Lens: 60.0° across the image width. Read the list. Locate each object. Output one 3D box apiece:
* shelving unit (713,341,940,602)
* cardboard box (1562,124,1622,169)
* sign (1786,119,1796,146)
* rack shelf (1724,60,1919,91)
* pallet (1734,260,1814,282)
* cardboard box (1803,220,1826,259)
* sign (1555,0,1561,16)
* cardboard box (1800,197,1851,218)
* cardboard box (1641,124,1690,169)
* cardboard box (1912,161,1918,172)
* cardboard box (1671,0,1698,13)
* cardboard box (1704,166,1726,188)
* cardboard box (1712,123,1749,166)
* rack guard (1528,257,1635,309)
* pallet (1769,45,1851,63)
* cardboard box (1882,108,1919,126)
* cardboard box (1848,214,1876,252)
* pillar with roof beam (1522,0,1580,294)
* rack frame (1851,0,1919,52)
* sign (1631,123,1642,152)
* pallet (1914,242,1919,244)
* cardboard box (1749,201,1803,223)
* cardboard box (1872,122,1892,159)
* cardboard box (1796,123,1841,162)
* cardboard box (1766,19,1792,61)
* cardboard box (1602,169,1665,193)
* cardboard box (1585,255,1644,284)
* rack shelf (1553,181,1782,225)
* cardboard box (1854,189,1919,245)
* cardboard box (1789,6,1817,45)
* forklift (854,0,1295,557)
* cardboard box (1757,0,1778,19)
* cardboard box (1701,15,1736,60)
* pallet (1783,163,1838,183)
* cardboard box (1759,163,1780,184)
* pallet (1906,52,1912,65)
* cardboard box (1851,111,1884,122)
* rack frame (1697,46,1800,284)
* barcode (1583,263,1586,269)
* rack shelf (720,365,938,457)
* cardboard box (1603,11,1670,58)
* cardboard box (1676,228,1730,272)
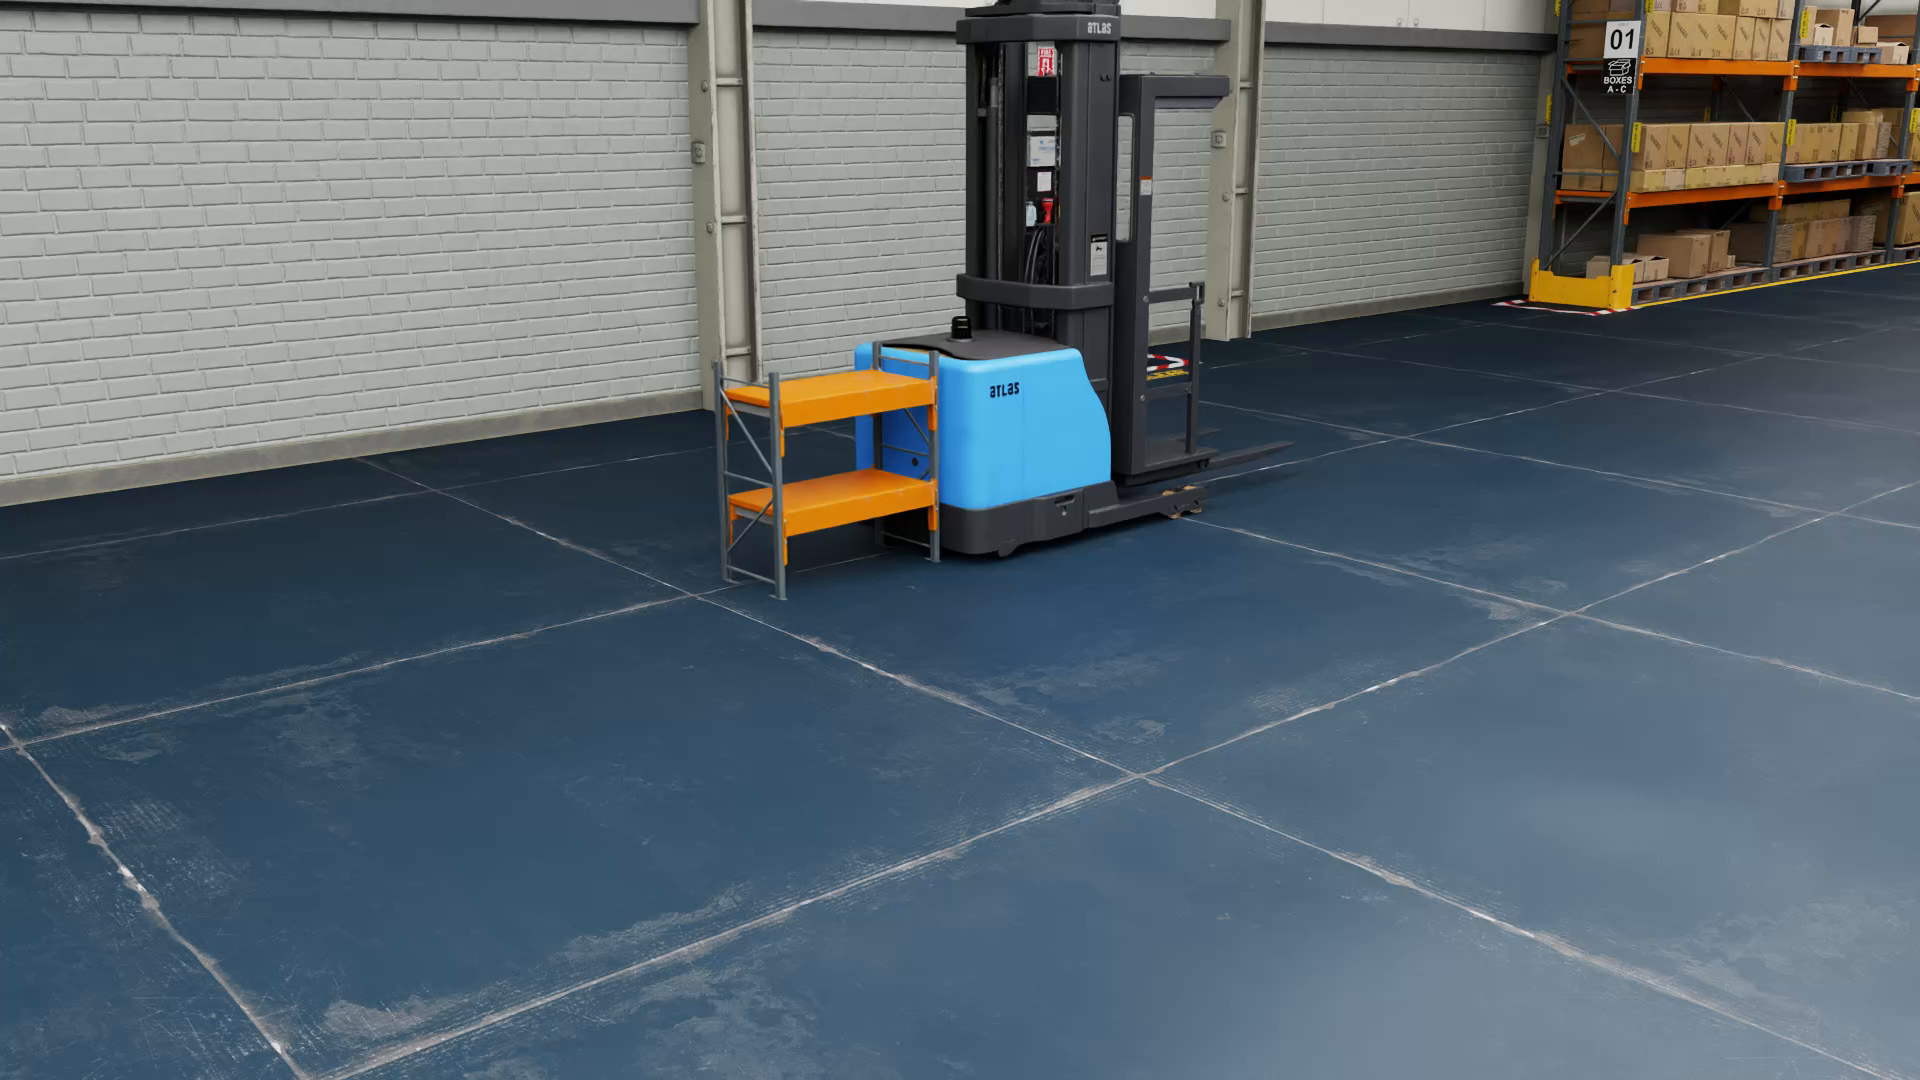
[{"bbox_3d":[-0.661,-0.382,8.500,1.048,1.125,0.538,-13,20,-41],"label":"shelving unit"},{"bbox_3d":[7.509,-4.665,19.701,0.500,0.500,0.500,-13,20,-40],"label":"cardboard box"},{"bbox_3d":[10.672,-5.236,21.362,0.005,0.325,0.100,-13,19,-39],"label":"sign"},{"bbox_3d":[11.819,-6.362,22.838,4.000,0.370,1.077,-13,19,-39],"label":"rack shelf"},{"bbox_3d":[10.897,-3.707,22.719,1.213,0.211,1.003,-13,19,-39],"label":"pallet"},{"bbox_3d":[11.623,-4.231,23.267,0.500,0.500,0.700,-12,19,-39],"label":"cardboard box"},{"bbox_3d":[6.943,-6.233,19.243,0.005,0.325,0.100,-13,19,-39],"label":"sign"},{"bbox_3d":[12.348,-4.750,23.760,0.500,0.250,0.500,-12,19,-38],"label":"cardboard box"},{"bbox_3d":[8.230,-4.648,19.637,0.500,0.500,0.500,-13,19,-39],"label":"cardboard box"},{"bbox_3d":[13.924,-5.540,24.624,0.250,0.149,0.380,-12,19,-39],"label":"cardboard box"},{"bbox_3d":[8.154,-6.328,19.144,0.500,0.500,0.500,-13,20,-40],"label":"cardboard box"},{"bbox_3d":[9.023,-4.464,20.400,0.500,0.250,0.500,-12,19,-39],"label":"cardboard box"},{"bbox_3d":[9.397,-4.912,20.627,0.500,0.500,0.500,-13,20,-41],"label":"cardboard box"},{"bbox_3d":[7.350,-3.050,19.698,0.348,0.500,1.175,-13,19,-39],"label":"rack guard"},{"bbox_3d":[10.846,-6.364,21.815,1.003,0.211,1.213,-13,19,-39],"label":"pallet"},{"bbox_3d":[13.861,-6.195,24.369,0.500,0.250,0.500,-12,19,-38],"label":"cardboard box"},{"bbox_3d":[12.819,-4.472,24.172,0.500,0.500,0.700,-12,19,-39],"label":"cardboard box"},{"bbox_3d":[10.079,-6.592,16.490,0.400,9.000,9.100,-13,19,-39],"label":"pillar with roof beam"},{"bbox_3d":[13.328,-8.498,23.627,0.127,3.000,1.000,-13,19,-39],"label":"rack frame"},{"bbox_3d":[7.649,-4.557,18.820,0.005,0.325,0.100,-13,19,-39],"label":"sign"},{"bbox_3d":[14.892,-4.577,25.976,1.213,0.211,1.003,-13,19,-39],"label":"pallet"},{"bbox_3d":[11.185,-4.492,22.794,0.500,0.250,0.500,-13,20,-41],"label":"cardboard box"},{"bbox_3d":[12.980,-5.779,24.026,0.700,0.500,0.500,13,20,40],"label":"cardboard box"},{"bbox_3d":[11.619,-5.473,22.882,0.500,0.500,0.700,-10,18,-32],"label":"cardboard box"},{"bbox_3d":[10.090,-6.295,20.960,0.500,0.500,0.500,-12,19,-38],"label":"cardboard box"},{"bbox_3d":[7.869,-4.202,19.422,0.500,0.250,0.500,-13,20,-41],"label":"cardboard box"},{"bbox_3d":[7.874,-3.258,19.991,0.500,0.311,0.500,13,20,41],"label":"cardboard box"},{"bbox_3d":[8.801,-4.236,20.689,4.000,0.370,1.077,-13,19,-39],"label":"rack shelf"},{"bbox_3d":[13.969,-4.863,24.995,0.750,0.750,0.750,-13,20,-40],"label":"cardboard box"},{"bbox_3d":[10.775,-6.699,21.698,0.500,0.500,0.500,-9,18,-32],"label":"cardboard box"},{"bbox_3d":[0.826,-1.625,9.653,3.031,2.935,1.130,-13,20,-41],"label":"forklift"},{"bbox_3d":[9.701,-6.679,20.460,0.500,0.500,0.500,-11,19,-36],"label":"cardboard box"},{"bbox_3d":[8.917,-6.027,19.957,0.500,0.500,0.500,-11,19,-36],"label":"cardboard box"},{"bbox_3d":[10.982,-4.930,22.268,1.213,0.211,1.003,-13,19,-39],"label":"pallet"},{"bbox_3d":[10.152,-4.720,21.360,0.500,0.250,0.500,-13,19,-39],"label":"cardboard box"},{"bbox_3d":[13.779,-7.077,24.485,1.003,0.211,1.213,-12,19,-37],"label":"pallet"},{"bbox_3d":[13.087,-6.110,24.007,0.380,0.149,0.250,13,20,40],"label":"cardboard box"},{"bbox_3d":[10.310,-4.922,21.864,0.127,3.000,1.000,-13,19,-39],"label":"rack frame"},{"bbox_3d":[7.625,-3.343,20.293,0.075,0.075,0.001,-13,19,-39],"label":"barcode"},{"bbox_3d":[-0.661,-0.665,8.424,1.000,0.278,0.538,-13,20,-41],"label":"rack shelf"},{"bbox_3d":[7.709,-5.760,18.955,0.500,0.500,0.500,-12,19,-38],"label":"cardboard box"},{"bbox_3d":[9.553,-3.743,21.443,0.500,0.500,0.500,14,21,43],"label":"cardboard box"}]
